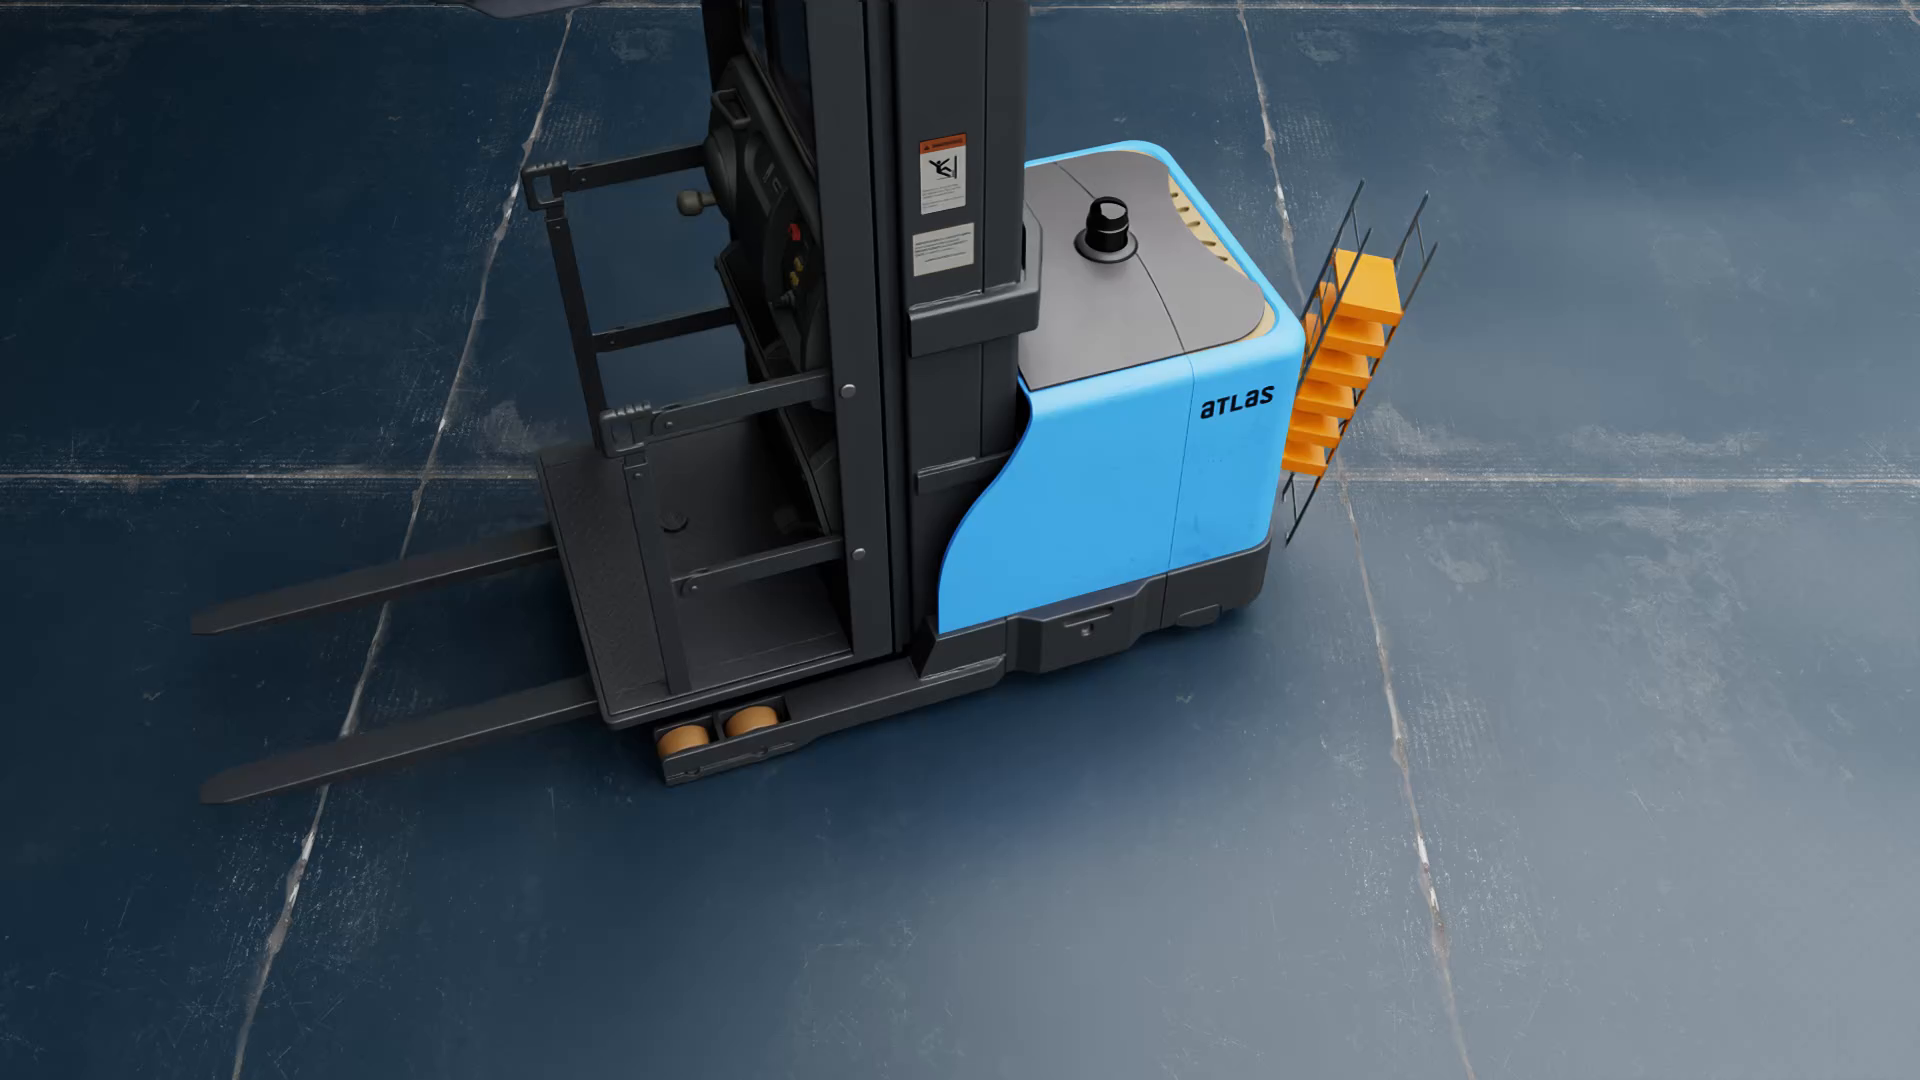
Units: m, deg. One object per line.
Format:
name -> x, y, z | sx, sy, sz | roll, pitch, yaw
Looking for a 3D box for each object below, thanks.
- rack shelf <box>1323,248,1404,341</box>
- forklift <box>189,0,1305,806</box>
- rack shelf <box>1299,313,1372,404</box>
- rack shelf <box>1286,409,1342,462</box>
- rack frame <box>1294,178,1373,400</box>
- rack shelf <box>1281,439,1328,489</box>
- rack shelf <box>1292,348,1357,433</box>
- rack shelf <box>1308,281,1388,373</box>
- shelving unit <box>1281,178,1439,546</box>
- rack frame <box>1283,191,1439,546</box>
rack shelf -> 1.120, -0.690, 4.638 | 0.180, 0.103, 0.258 | 10, 47, -5
forklift -> -0.658, -0.766, 3.961 | 3.031, 2.935, 1.130 | -15, 49, -13
rack shelf -> 1.076, -0.531, 4.813 | 0.180, 0.103, 0.258 | 10, 47, -5
rack shelf -> 1.031, -0.373, 4.987 | 0.180, 0.103, 0.258 | 10, 47, -5
rack frame -> 0.972, -0.498, 4.859 | 0.006, 1.200, 0.240 | 10, 47, -5
rack shelf -> 1.009, -0.294, 5.075 | 0.180, 0.103, 0.258 | 10, 47, -5
rack shelf -> 1.054, -0.452, 4.900 | 0.180, 0.103, 0.258 | 10, 47, -5
rack shelf -> 1.098, -0.610, 4.725 | 0.180, 0.103, 0.258 | 10, 47, -5
shelving unit -> 1.062, -0.481, 4.868 | 0.189, 1.200, 0.258 | 10, 47, -5
rack frame -> 1.152, -0.465, 4.876 | 0.006, 1.200, 0.240 | 10, 47, -5
